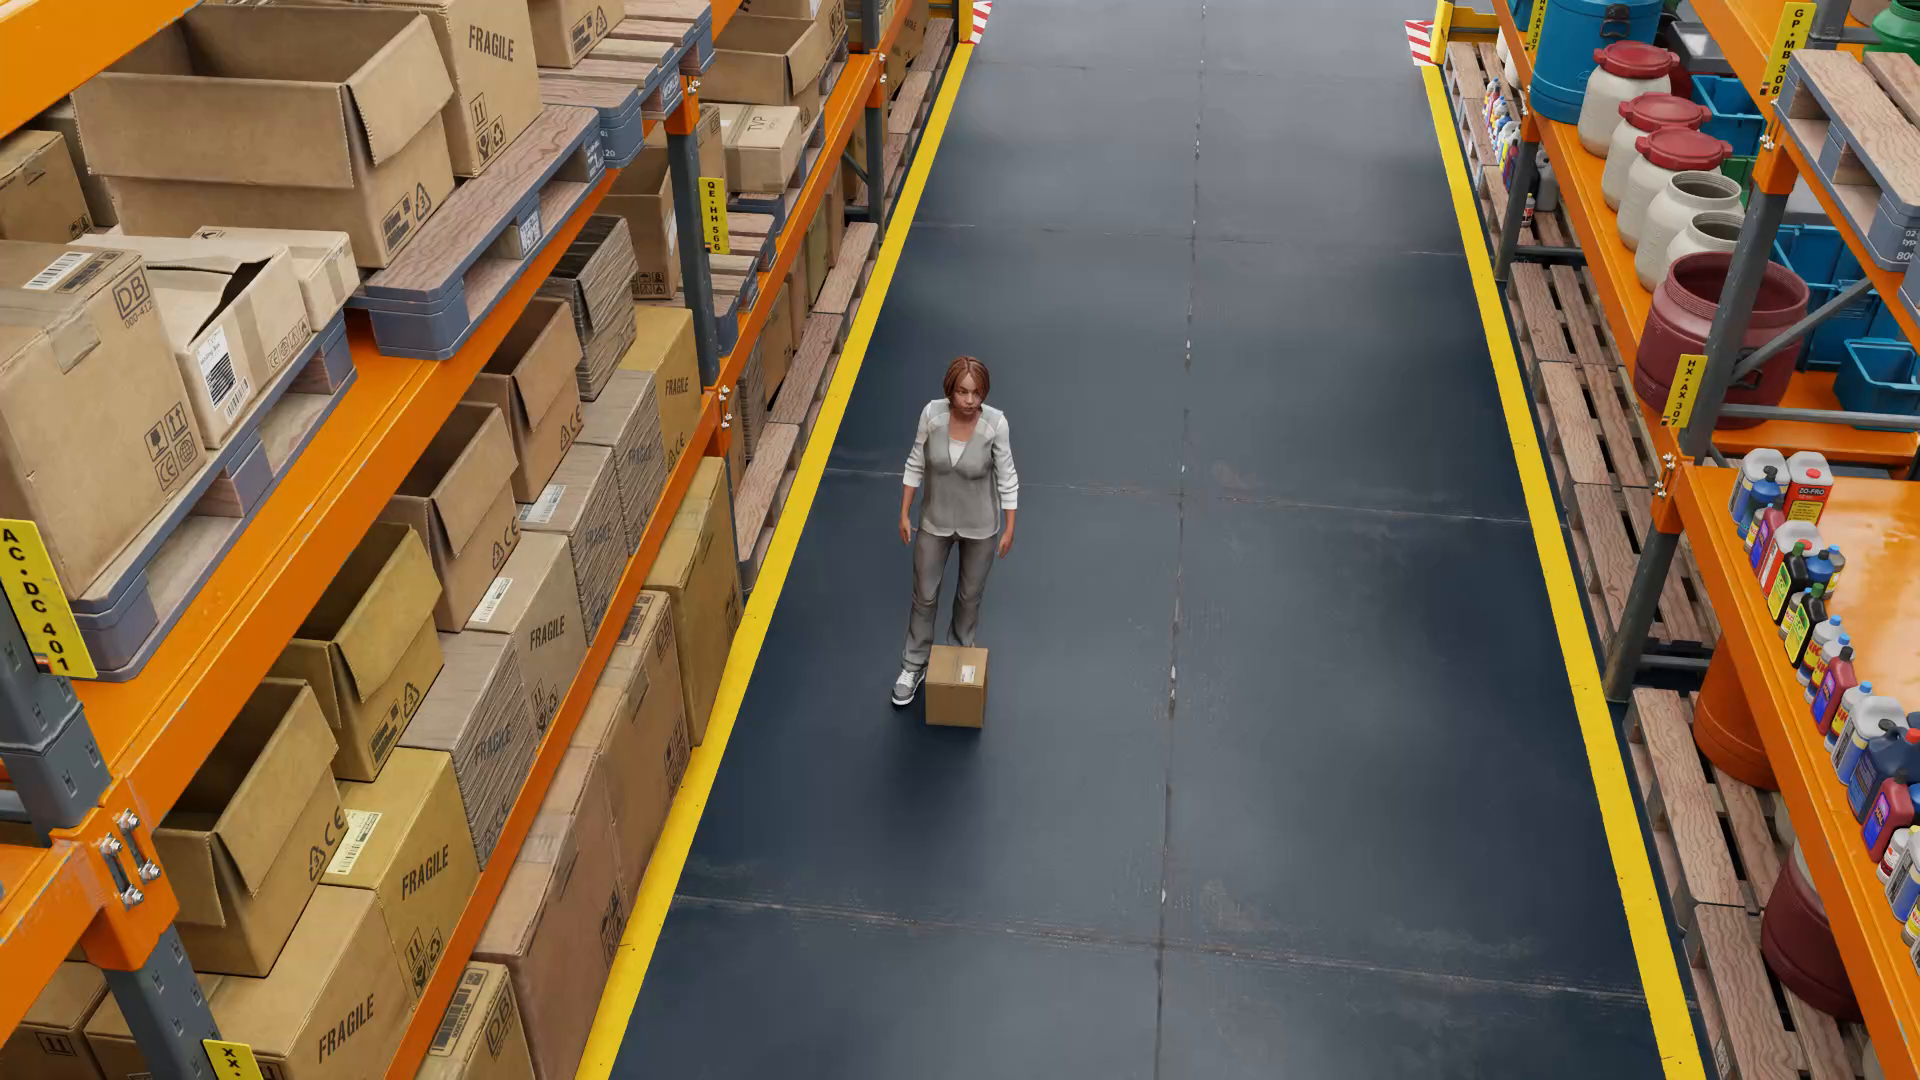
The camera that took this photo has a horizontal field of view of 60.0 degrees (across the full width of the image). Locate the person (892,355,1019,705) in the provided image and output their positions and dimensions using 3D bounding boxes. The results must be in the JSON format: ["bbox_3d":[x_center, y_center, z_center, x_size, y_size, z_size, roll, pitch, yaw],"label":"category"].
[{"bbox_3d":[-0.025,-0.015,7.050,0.521,1.600,0.472,4,37,6],"label":"person"}]
